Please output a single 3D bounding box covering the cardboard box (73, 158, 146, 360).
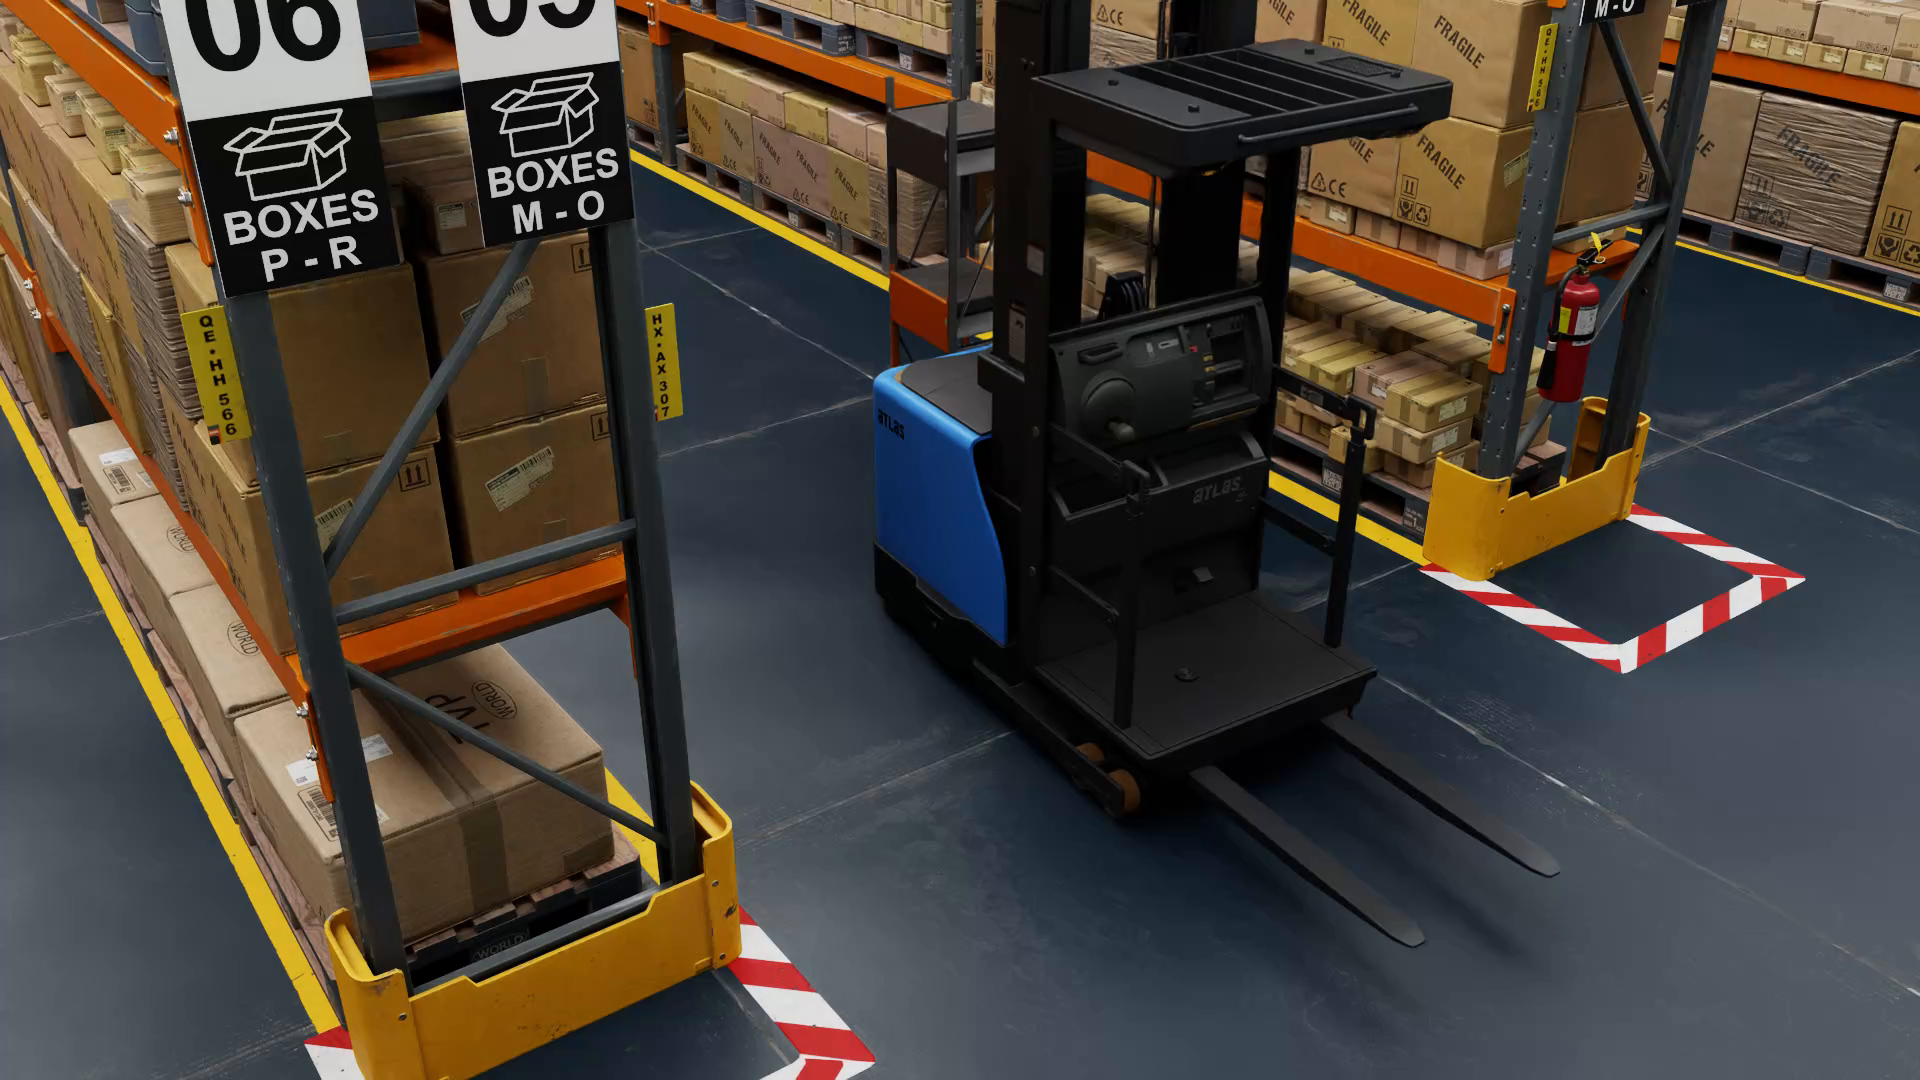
[{"bbox_3d":[-2.347,-0.903,5.117,0.500,0.500,0.500,-19,34,-31],"label":"cardboard box"}]

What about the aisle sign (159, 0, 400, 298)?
[{"bbox_3d":[-1.473,-0.938,3.611,0.394,0.787,0.004,-19,34,-31],"label":"aisle sign"}]

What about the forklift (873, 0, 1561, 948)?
[{"bbox_3d":[0.841,-0.558,5.706,1.130,2.935,3.031,-17,33,-28],"label":"forklift"}]

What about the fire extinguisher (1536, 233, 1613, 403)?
[{"bbox_3d":[2.482,-0.896,6.728,0.296,0.674,0.183,-19,34,-31],"label":"fire extinguisher"}]

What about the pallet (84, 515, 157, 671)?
[{"bbox_3d":[-3.205,0.078,7.385,1.003,0.211,1.213,-19,34,-31],"label":"pallet"}]

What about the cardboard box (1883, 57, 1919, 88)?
[{"bbox_3d":[5.894,-2.886,10.185,0.380,0.149,0.250,-18,33,-30],"label":"cardboard box"}]

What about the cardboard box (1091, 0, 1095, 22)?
[{"bbox_3d":[0.767,-3.048,8.756,0.500,0.500,0.500,-20,34,-32],"label":"cardboard box"}]

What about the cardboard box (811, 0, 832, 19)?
[{"bbox_3d":[-0.759,-3.554,10.974,0.380,0.149,0.250,-17,33,-29],"label":"cardboard box"}]

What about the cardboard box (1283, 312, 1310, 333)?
[{"bbox_3d":[1.545,-1.034,8.436,0.380,0.149,0.250,-17,33,-29],"label":"cardboard box"}]

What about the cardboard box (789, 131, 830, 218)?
[{"bbox_3d":[-0.835,-2.579,11.534,0.500,0.500,0.500,-20,34,-32],"label":"cardboard box"}]

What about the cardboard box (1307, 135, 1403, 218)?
[{"bbox_3d":[1.947,-1.799,7.503,0.500,0.500,0.500,-19,34,-31],"label":"cardboard box"}]

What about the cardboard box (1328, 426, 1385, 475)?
[{"bbox_3d":[2.005,-0.470,8.019,0.380,0.149,0.250,-18,33,-29],"label":"cardboard box"}]

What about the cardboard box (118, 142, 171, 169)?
[{"bbox_3d":[-2.131,-1.041,4.691,0.380,0.149,0.250,-18,33,-30],"label":"cardboard box"}]

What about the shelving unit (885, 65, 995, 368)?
[{"bbox_3d":[-0.006,-0.942,7.284,0.431,2.100,0.503,-17,33,-28],"label":"shelving unit"}]

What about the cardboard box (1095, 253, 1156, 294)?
[{"bbox_3d":[0.972,-1.451,9.203,0.380,0.149,0.250,-18,33,-30],"label":"cardboard box"}]

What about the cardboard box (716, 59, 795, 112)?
[{"bbox_3d":[-1.432,-3.313,12.100,0.500,0.250,0.500,-19,34,-31],"label":"cardboard box"}]

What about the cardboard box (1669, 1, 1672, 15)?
[{"bbox_3d":[4.834,-3.823,11.492,0.500,0.250,0.500,-19,34,-31],"label":"cardboard box"}]

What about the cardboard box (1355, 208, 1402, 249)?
[{"bbox_3d":[2.021,-1.458,7.554,0.380,0.149,0.250,-19,34,-31],"label":"cardboard box"}]

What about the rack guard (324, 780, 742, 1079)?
[{"bbox_3d":[-1.248,1.198,5.020,1.175,0.500,0.348,-19,34,-31],"label":"rack guard"}]

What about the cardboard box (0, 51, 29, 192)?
[{"bbox_3d":[-3.503,-1.696,6.577,0.500,0.500,0.500,-19,34,-30],"label":"cardboard box"}]

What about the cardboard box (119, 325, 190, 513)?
[{"bbox_3d":[-2.343,-0.464,5.357,0.500,0.500,0.500,-18,33,-29],"label":"cardboard box"}]

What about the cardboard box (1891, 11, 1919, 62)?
[{"bbox_3d":[6.019,-3.030,10.032,0.500,0.250,0.500,-19,34,-31],"label":"cardboard box"}]

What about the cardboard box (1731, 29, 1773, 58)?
[{"bbox_3d":[5.296,-3.285,10.919,0.380,0.149,0.250,-20,34,-32],"label":"cardboard box"}]

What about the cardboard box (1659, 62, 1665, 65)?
[{"bbox_3d":[4.808,-3.180,12.249,0.875,0.875,0.875,-19,34,-31],"label":"cardboard box"}]

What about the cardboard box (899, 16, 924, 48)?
[{"bbox_3d":[-0.152,-3.149,10.228,0.380,0.149,0.250,-19,34,-30],"label":"cardboard box"}]

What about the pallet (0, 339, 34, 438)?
[{"bbox_3d":[-4.803,-0.993,9.357,1.003,0.211,1.213,-19,34,-31],"label":"pallet"}]

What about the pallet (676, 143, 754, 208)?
[{"bbox_3d":[-1.477,-2.900,12.868,1.003,0.211,1.213,-19,34,-31],"label":"pallet"}]

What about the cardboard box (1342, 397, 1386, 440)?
[{"bbox_3d":[2.065,-0.624,7.992,0.380,0.149,0.250,-20,34,-32],"label":"cardboard box"}]

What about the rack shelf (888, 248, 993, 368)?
[{"bbox_3d":[-0.006,-0.930,7.290,0.431,0.518,0.480,-17,33,-28],"label":"rack shelf"}]

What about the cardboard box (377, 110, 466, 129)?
[{"bbox_3d":[-1.677,-1.205,4.994,0.380,0.149,0.250,-20,34,-32],"label":"cardboard box"}]

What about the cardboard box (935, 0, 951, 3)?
[{"bbox_3d":[-0.001,-3.312,9.905,0.380,0.149,0.250,-17,33,-28],"label":"cardboard box"}]

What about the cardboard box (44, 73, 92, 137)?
[{"bbox_3d":[-2.743,-1.441,5.429,0.380,0.149,0.250,-19,34,-30],"label":"cardboard box"}]

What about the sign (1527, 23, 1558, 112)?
[{"bbox_3d":[2.248,-1.821,6.416,0.100,0.325,0.005,-19,34,-31],"label":"sign"}]

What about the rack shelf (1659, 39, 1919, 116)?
[{"bbox_3d":[5.650,-3.114,11.095,1.077,0.370,4.000,-19,34,-31],"label":"rack shelf"}]

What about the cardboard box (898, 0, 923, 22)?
[{"bbox_3d":[-0.154,-3.281,10.160,0.380,0.149,0.250,-19,34,-30],"label":"cardboard box"}]

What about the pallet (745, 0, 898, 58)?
[{"bbox_3d":[-0.747,-3.587,11.412,1.003,0.211,1.213,-19,34,-31],"label":"pallet"}]

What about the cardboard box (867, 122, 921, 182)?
[{"bbox_3d":[-0.247,-2.510,10.621,0.500,0.250,0.500,-20,34,-32],"label":"cardboard box"}]

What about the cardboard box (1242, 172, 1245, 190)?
[{"bbox_3d":[1.449,-1.881,8.334,0.380,0.149,0.250,-18,33,-30],"label":"cardboard box"}]

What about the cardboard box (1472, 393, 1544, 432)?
[{"bbox_3d":[2.617,-0.657,8.051,0.380,0.149,0.250,-17,33,-29],"label":"cardboard box"}]

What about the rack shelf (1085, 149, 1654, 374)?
[{"bbox_3d":[1.551,-1.781,8.640,1.077,0.370,4.000,-19,34,-31],"label":"rack shelf"}]

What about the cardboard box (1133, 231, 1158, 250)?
[{"bbox_3d":[1.227,-1.696,9.653,0.380,0.149,0.250,-18,33,-29],"label":"cardboard box"}]

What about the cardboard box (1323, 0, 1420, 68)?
[{"bbox_3d":[1.949,-2.239,7.266,0.500,0.500,0.500,-20,34,-32],"label":"cardboard box"}]

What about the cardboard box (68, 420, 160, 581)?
[{"bbox_3d":[-3.306,-0.250,7.311,0.875,0.438,0.875,-19,34,-31],"label":"cardboard box"}]

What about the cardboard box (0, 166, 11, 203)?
[{"bbox_3d":[-4.036,-1.723,7.412,0.500,0.250,0.500,-19,34,-31],"label":"cardboard box"}]

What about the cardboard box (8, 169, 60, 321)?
[{"bbox_3d":[-3.524,-1.254,6.811,0.500,0.500,0.500,-18,33,-29],"label":"cardboard box"}]

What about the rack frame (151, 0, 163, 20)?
[{"bbox_3d":[-1.262,-2.546,3.009,1.000,3.000,0.127,-19,34,-31],"label":"rack frame"}]

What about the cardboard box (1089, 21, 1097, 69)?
[{"bbox_3d":[0.766,-2.596,8.971,0.500,0.500,0.500,-19,34,-31],"label":"cardboard box"}]

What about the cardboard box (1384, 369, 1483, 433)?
[{"bbox_3d":[2.198,-0.648,7.724,0.380,0.149,0.250,-18,33,-30],"label":"cardboard box"}]

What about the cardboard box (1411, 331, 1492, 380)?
[{"bbox_3d":[2.426,-0.884,8.159,0.380,0.149,0.250,-18,33,-30],"label":"cardboard box"}]

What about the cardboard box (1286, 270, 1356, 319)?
[{"bbox_3d":[1.905,-1.316,8.955,0.380,0.149,0.250,-18,33,-30],"label":"cardboard box"}]

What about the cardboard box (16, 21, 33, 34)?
[{"bbox_3d":[-3.266,-1.856,6.192,0.380,0.149,0.250,-19,34,-31],"label":"cardboard box"}]
